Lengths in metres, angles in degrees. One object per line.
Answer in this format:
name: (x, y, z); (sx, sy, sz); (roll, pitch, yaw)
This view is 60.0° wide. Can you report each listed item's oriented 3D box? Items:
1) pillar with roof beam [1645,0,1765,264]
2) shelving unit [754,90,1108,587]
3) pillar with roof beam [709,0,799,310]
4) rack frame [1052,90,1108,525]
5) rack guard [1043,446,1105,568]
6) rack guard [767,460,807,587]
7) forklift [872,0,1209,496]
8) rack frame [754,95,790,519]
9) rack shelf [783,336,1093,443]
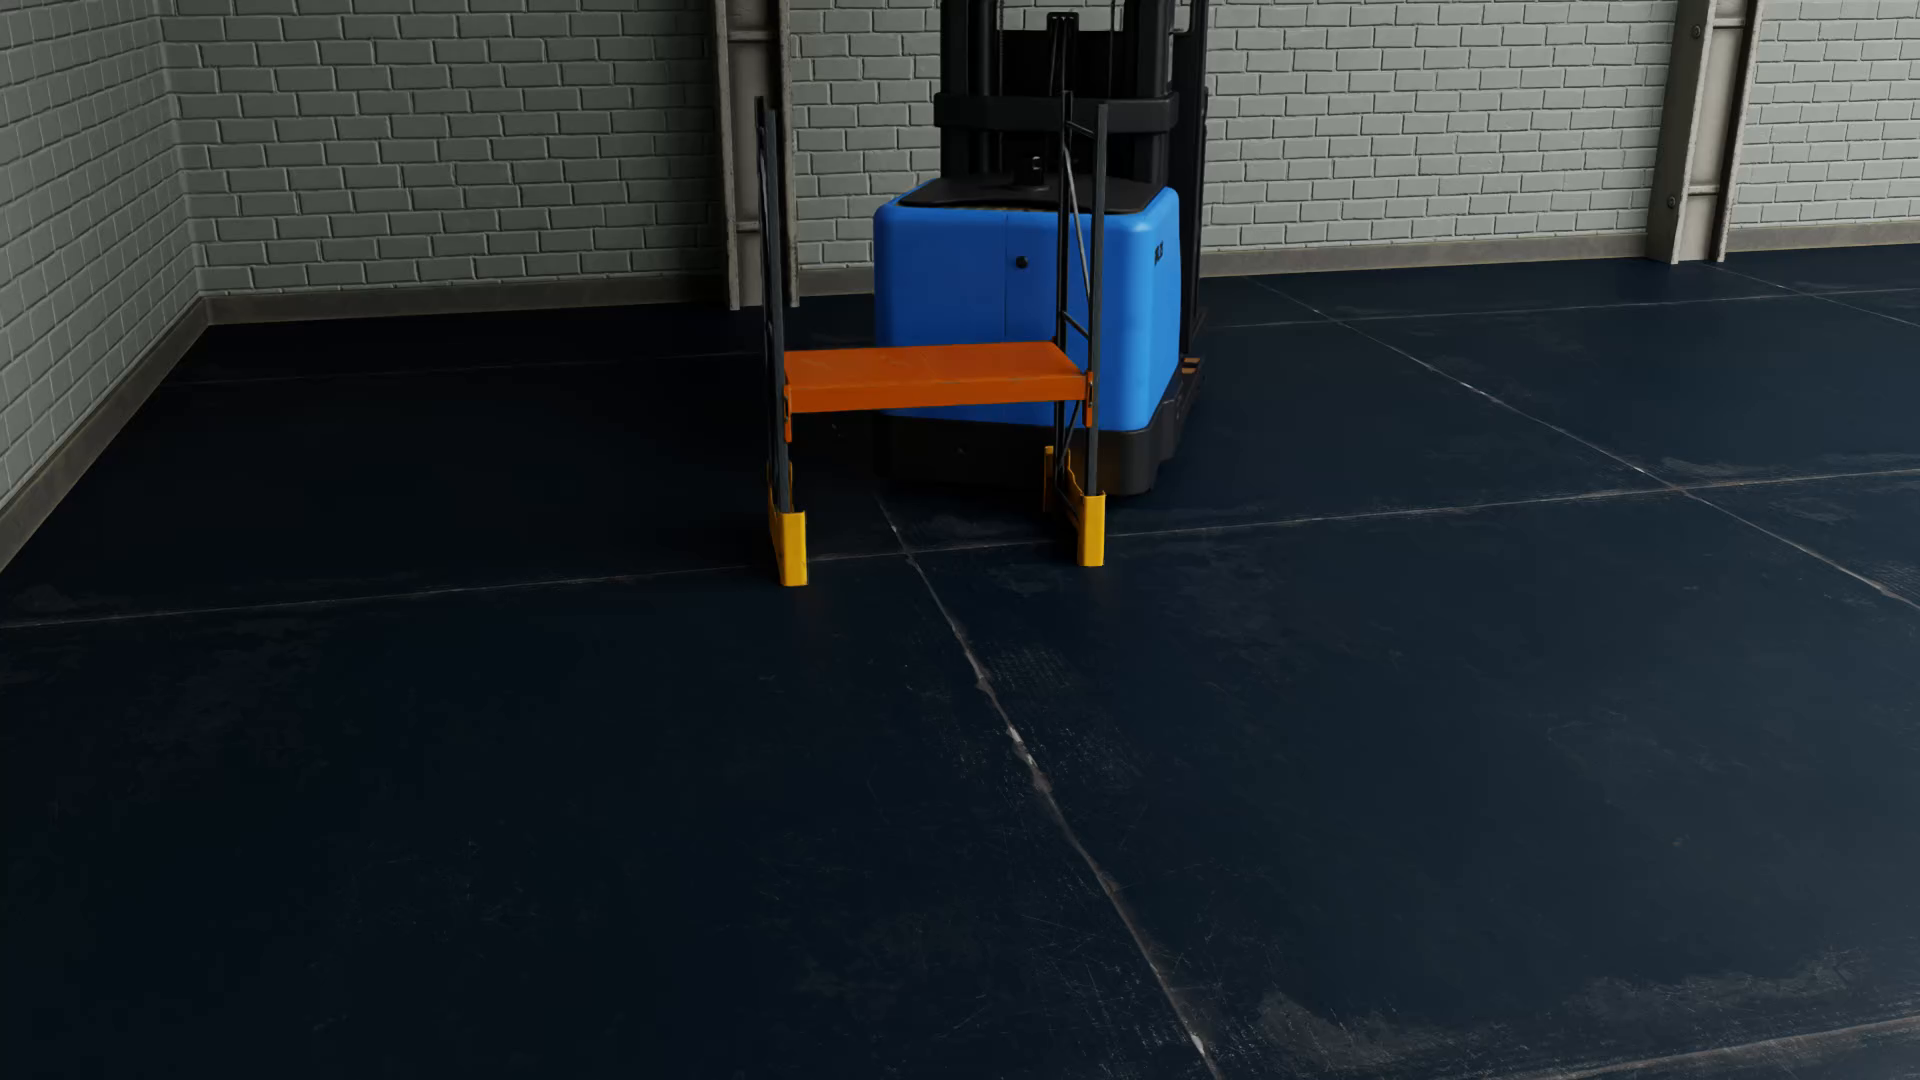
pillar with roof beam: (5.692, -4.616, 5.334); (0.400, 9.000, 9.100); (-5, 21, -12)
shelving unit: (-0.098, -0.682, 5.496); (1.083, 1.500, 0.587); (-4, 20, -10)
pillar with roof beam: (-0.147, -4.141, 4.037); (0.400, 9.000, 9.100); (-5, 21, -12)
rack frame: (0.394, -0.712, 5.578); (0.032, 1.500, 0.500); (-4, 20, -10)
rack guard: (0.393, -0.125, 5.793); (0.087, 0.250, 0.587); (-4, 20, -10)
rack guard: (-0.588, -0.065, 5.628); (0.087, 0.250, 0.587); (-4, 20, -10)
forklift: (0.516, -2.010, 7.041); (1.130, 2.935, 3.031); (5, 21, 13)
rack frame: (-0.607, -0.651, 5.410); (0.032, 1.500, 0.500); (-4, 20, -10)
rack shelf: (-0.106, -0.513, 5.556); (1.000, 0.185, 0.538); (-4, 20, -10)
